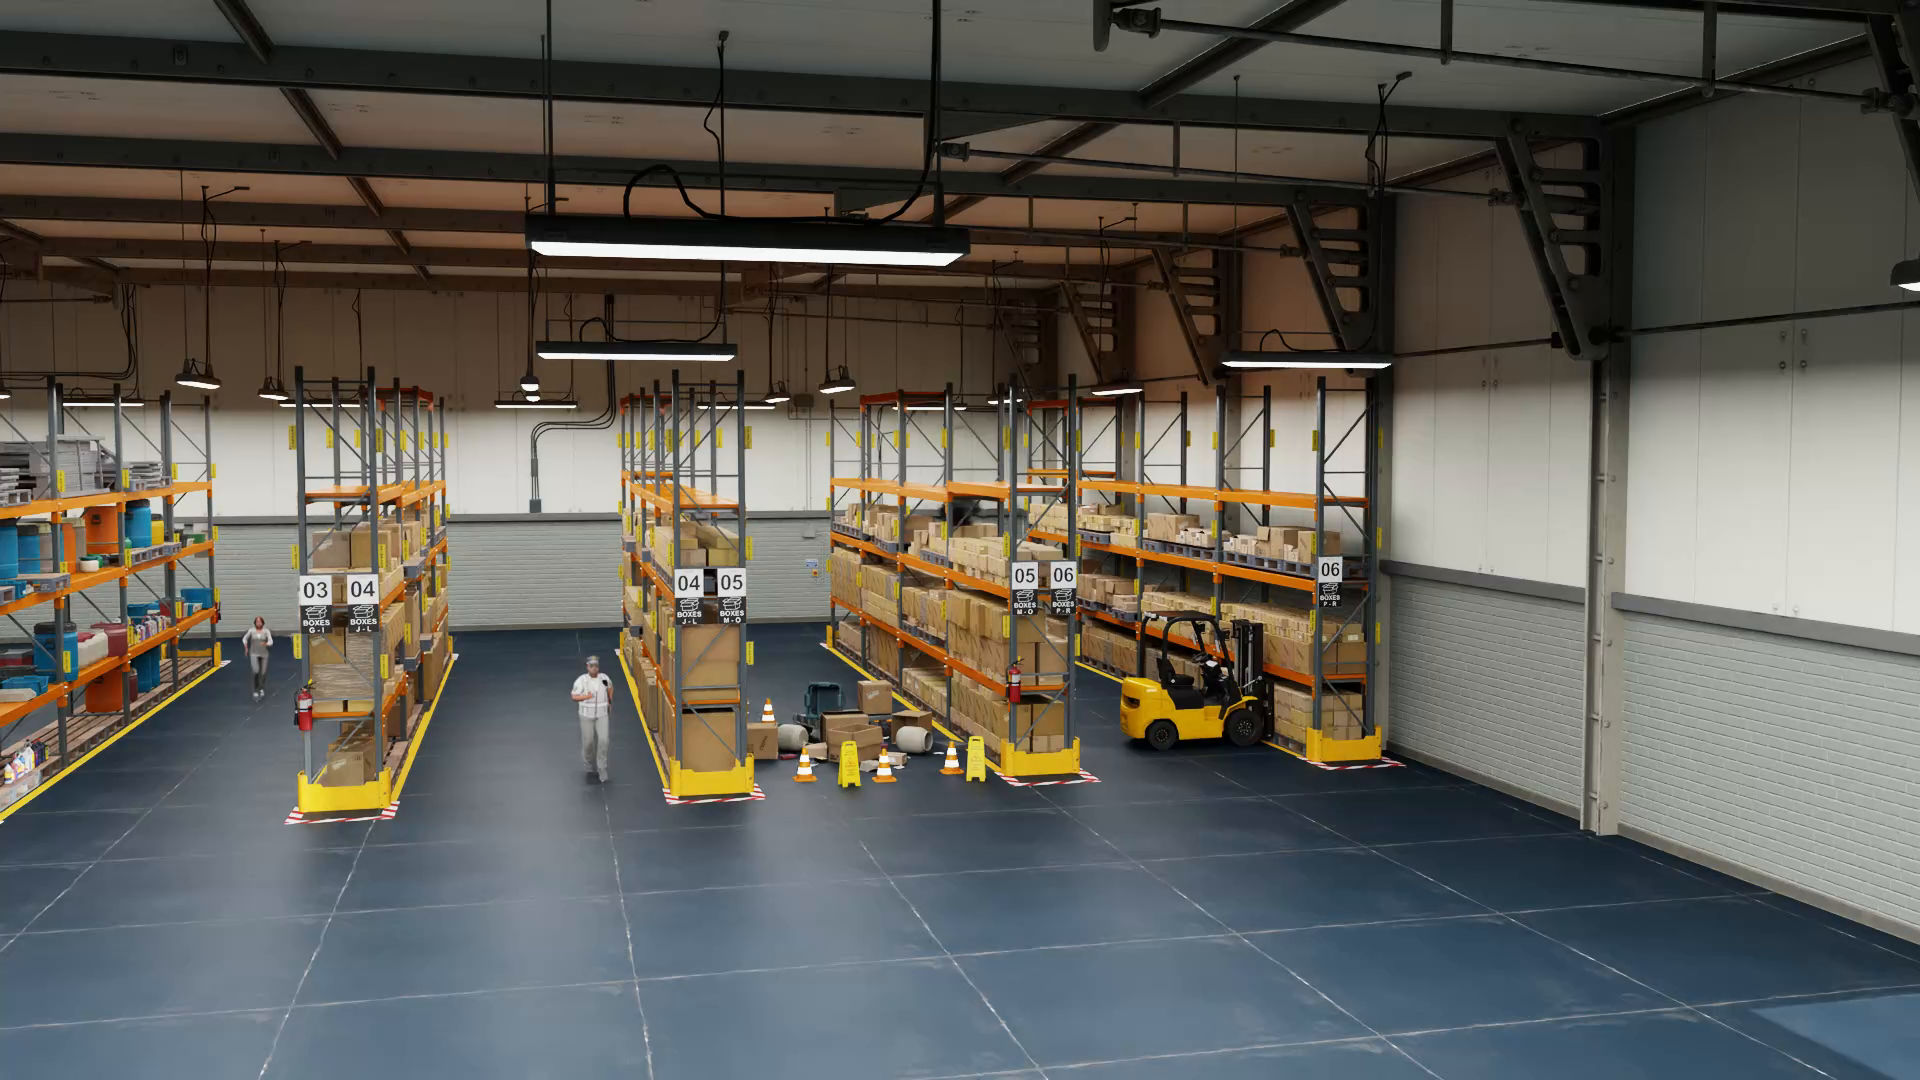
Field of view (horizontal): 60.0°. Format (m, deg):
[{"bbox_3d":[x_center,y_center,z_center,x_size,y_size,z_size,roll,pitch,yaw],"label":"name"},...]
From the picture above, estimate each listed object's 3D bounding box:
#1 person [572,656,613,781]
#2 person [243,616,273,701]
[{"bbox_3d":[-5.453,2.634,24.763,0.645,1.840,0.771,-1,4,-20],"label":"person"},{"bbox_3d":[-13.558,2.285,32.152,0.503,1.630,0.694,-2,4,-30],"label":"person"}]
